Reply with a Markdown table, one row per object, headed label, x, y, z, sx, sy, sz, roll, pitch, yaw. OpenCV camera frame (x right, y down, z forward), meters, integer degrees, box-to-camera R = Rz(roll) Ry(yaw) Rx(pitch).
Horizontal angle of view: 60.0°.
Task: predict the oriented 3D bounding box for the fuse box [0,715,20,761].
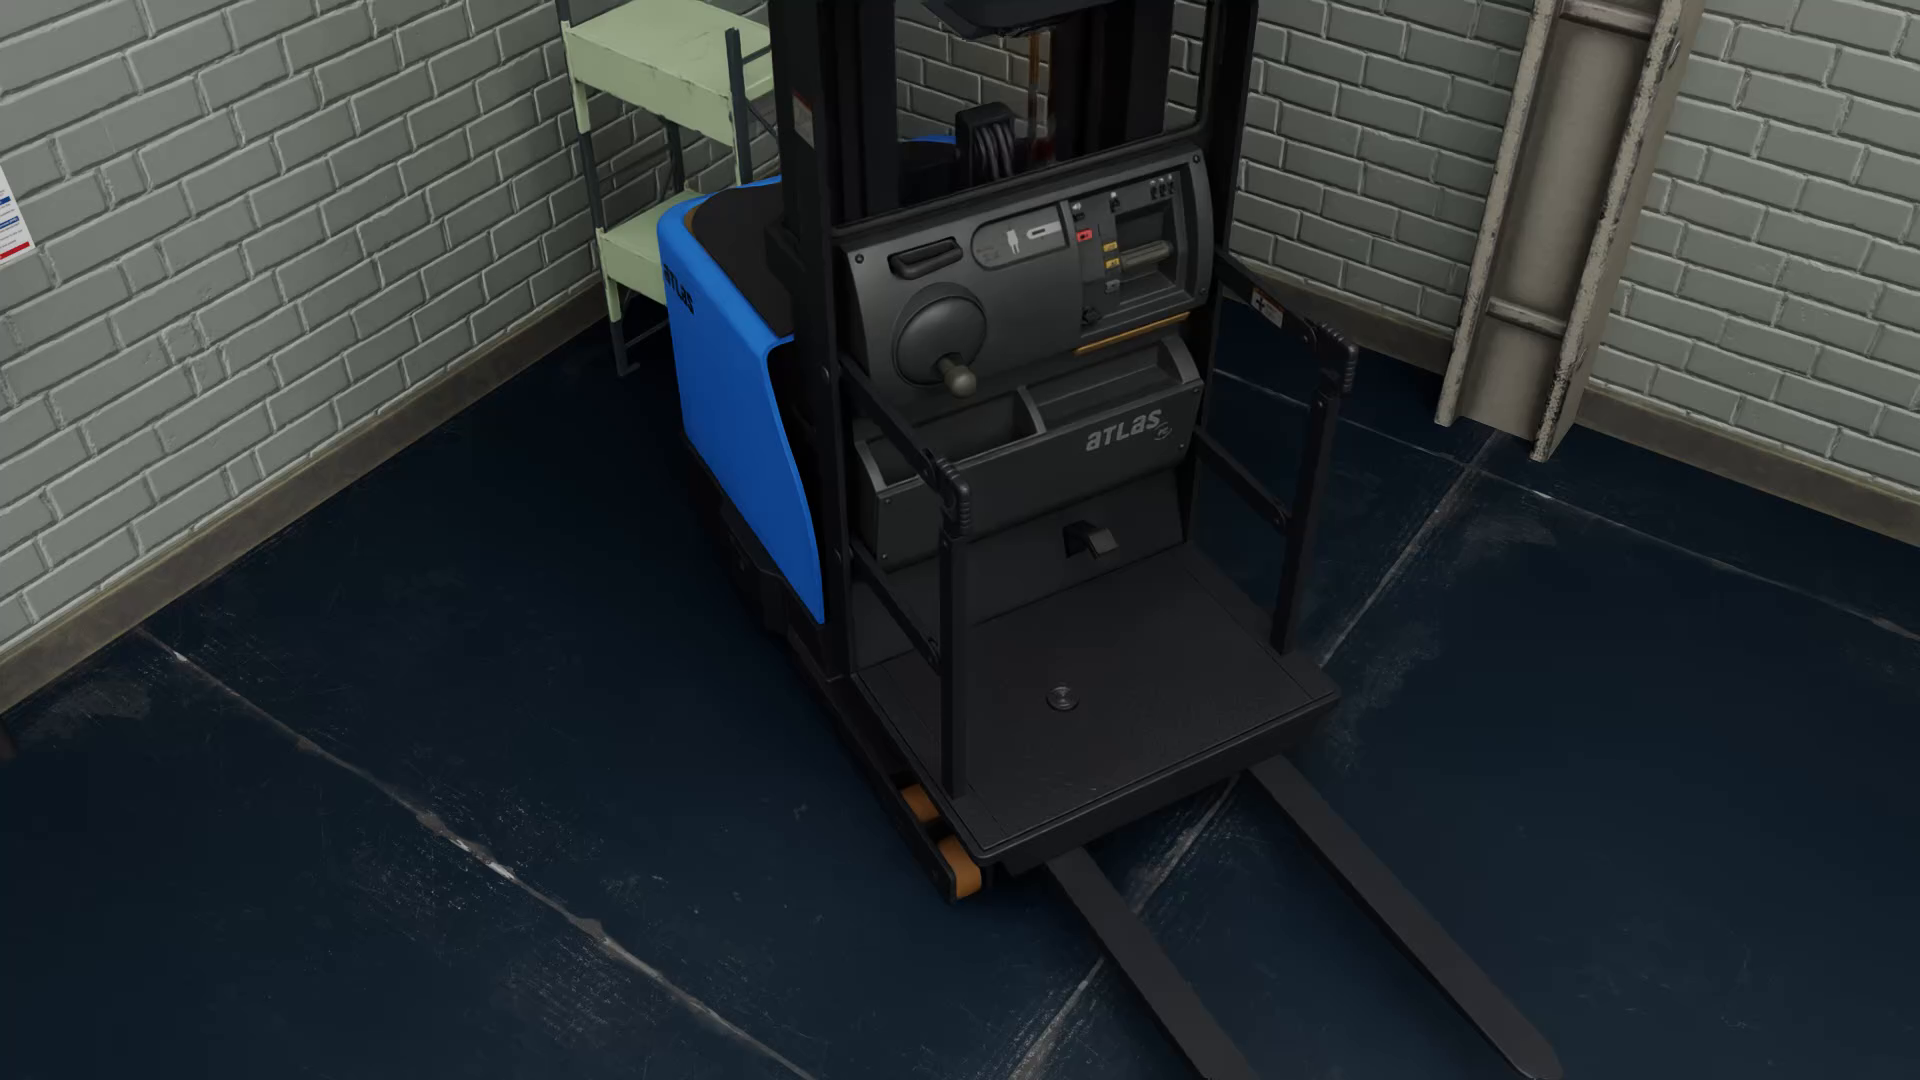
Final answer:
| label | x | y | z | sx | sy | sz | roll | pitch | yaw |
| --- | --- | --- | --- | --- | --- | --- | --- | --- | --- |
| fuse box | -2.589 | -0.054 | 4.027 | 0.414 | 1.711 | 0.539 | 25 | 48 | 25 |

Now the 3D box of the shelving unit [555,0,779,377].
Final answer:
| label | x | y | z | sx | sy | sz | roll | pitch | yaw |
| --- | --- | --- | --- | --- | --- | --- | --- | --- | --- |
| shelving unit | -0.795 | -1.090 | 5.343 | 0.755 | 1.500 | 0.431 | 28 | 49 | 28 |

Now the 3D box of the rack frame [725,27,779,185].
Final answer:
| label | x | y | z | sx | sy | sz | roll | pitch | yaw |
| --- | --- | --- | --- | --- | --- | --- | --- | --- | --- |
| rack frame | -0.511 | -0.936 | 5.171 | 0.023 | 1.500 | 0.400 | 28 | 49 | 28 |

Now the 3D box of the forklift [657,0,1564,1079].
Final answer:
| label | x | y | z | sx | sy | sz | roll | pitch | yaw |
| --- | --- | --- | --- | --- | --- | --- | --- | --- | --- |
| forklift | 0.285 | -0.532 | 3.646 | 1.130 | 2.935 | 3.031 | -20 | 46 | -21 |

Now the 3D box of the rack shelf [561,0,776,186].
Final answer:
| label | x | y | z | sx | sy | sz | roll | pitch | yaw |
| --- | --- | --- | --- | --- | --- | --- | --- | --- | --- |
| rack shelf | -0.795 | -1.381 | 5.083 | 0.720 | 0.370 | 0.431 | 28 | 49 | 28 |

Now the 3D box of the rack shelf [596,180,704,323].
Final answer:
| label | x | y | z | sx | sy | sz | roll | pitch | yaw |
| --- | --- | --- | --- | --- | --- | --- | --- | --- | --- |
| rack shelf | -0.795 | -0.847 | 5.560 | 0.720 | 0.370 | 0.431 | 28 | 49 | 28 |

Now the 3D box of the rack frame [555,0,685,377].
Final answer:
| label | x | y | z | sx | sy | sz | roll | pitch | yaw |
| --- | --- | --- | --- | --- | --- | --- | --- | --- | --- |
| rack frame | -1.080 | -1.243 | 5.515 | 0.023 | 1.500 | 0.400 | 28 | 49 | 28 |

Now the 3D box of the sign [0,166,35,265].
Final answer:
| label | x | y | z | sx | sy | sz | roll | pitch | yaw |
| --- | --- | --- | --- | --- | --- | --- | --- | --- | --- |
| sign | -2.475 | -0.847 | 4.019 | 0.001 | 0.494 | 0.329 | 25 | 48 | 25 |
